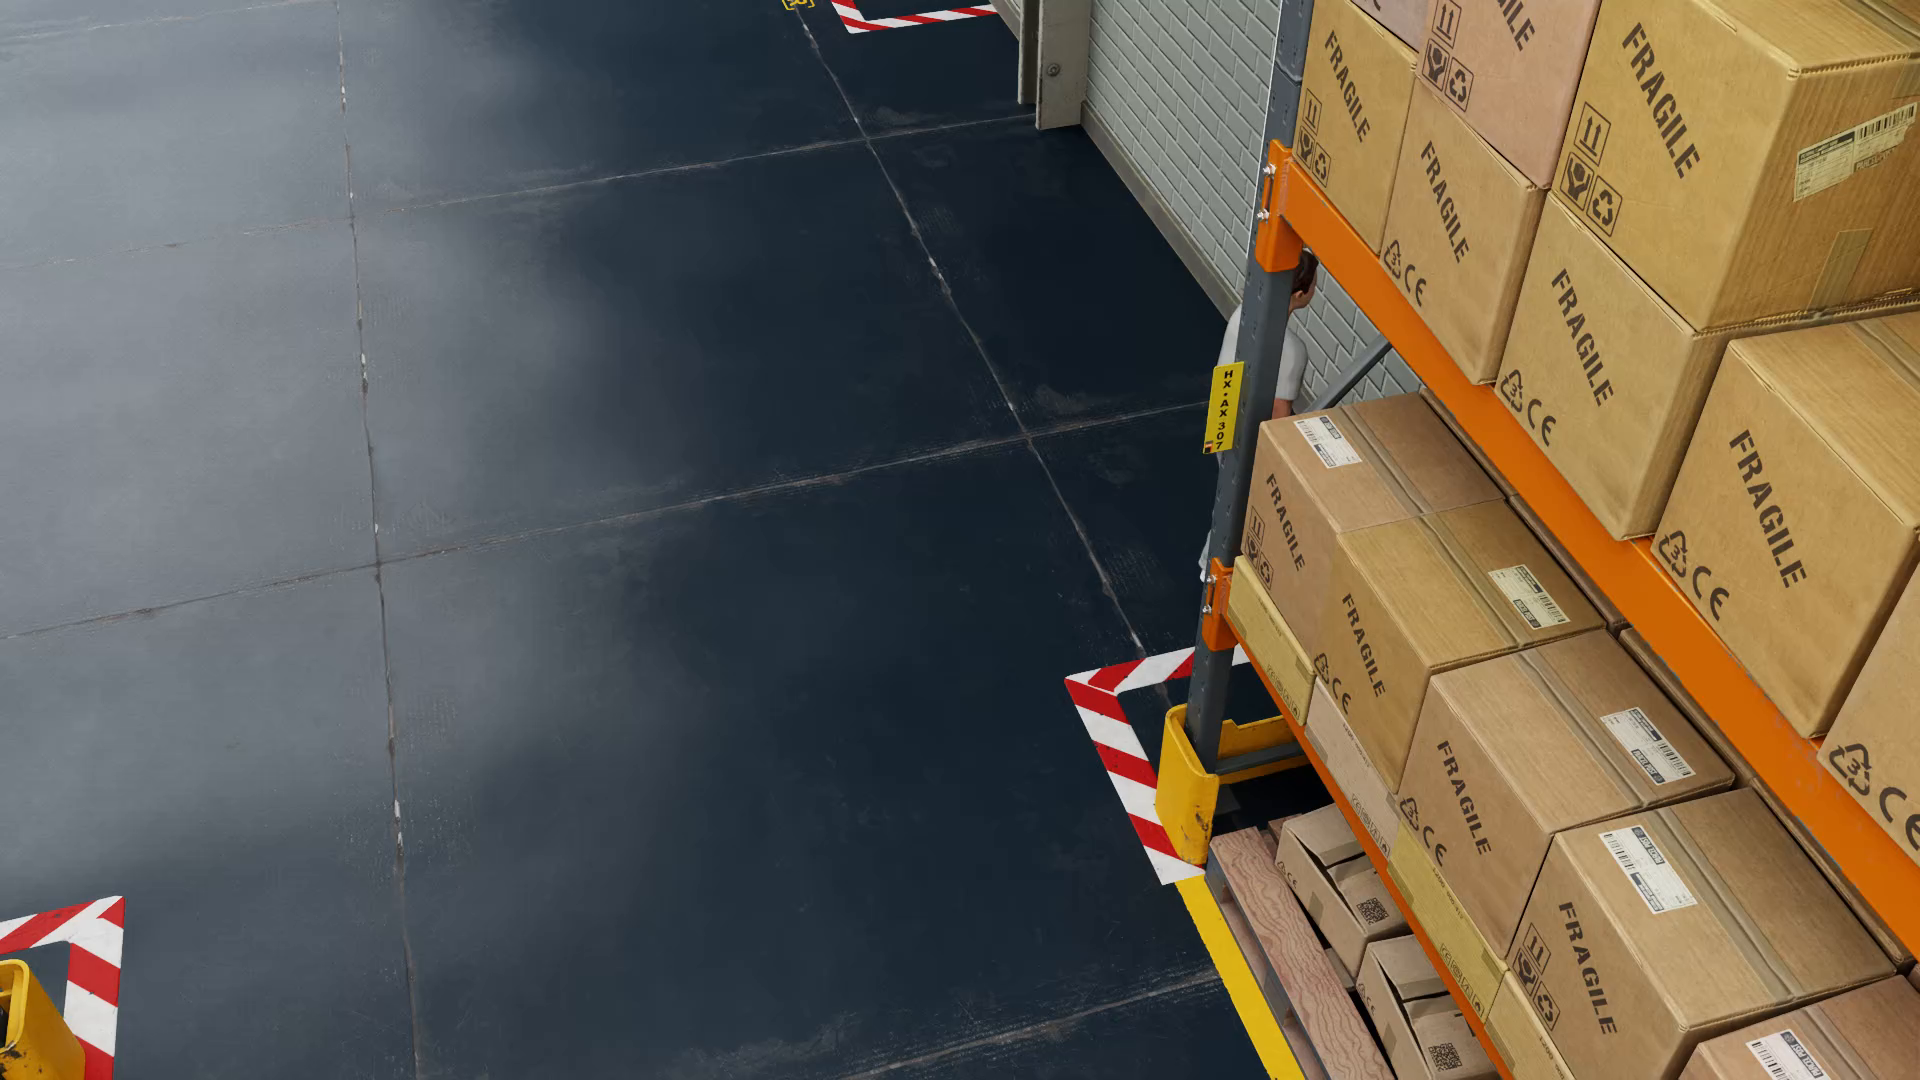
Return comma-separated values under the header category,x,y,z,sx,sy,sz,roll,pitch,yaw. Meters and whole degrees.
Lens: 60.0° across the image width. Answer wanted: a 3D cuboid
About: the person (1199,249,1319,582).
category,x,y,z,sx,sy,sz,roll,pitch,yaw
person,1.190,-0.413,6.614,0.363,1.672,0.514,-14,44,-15
